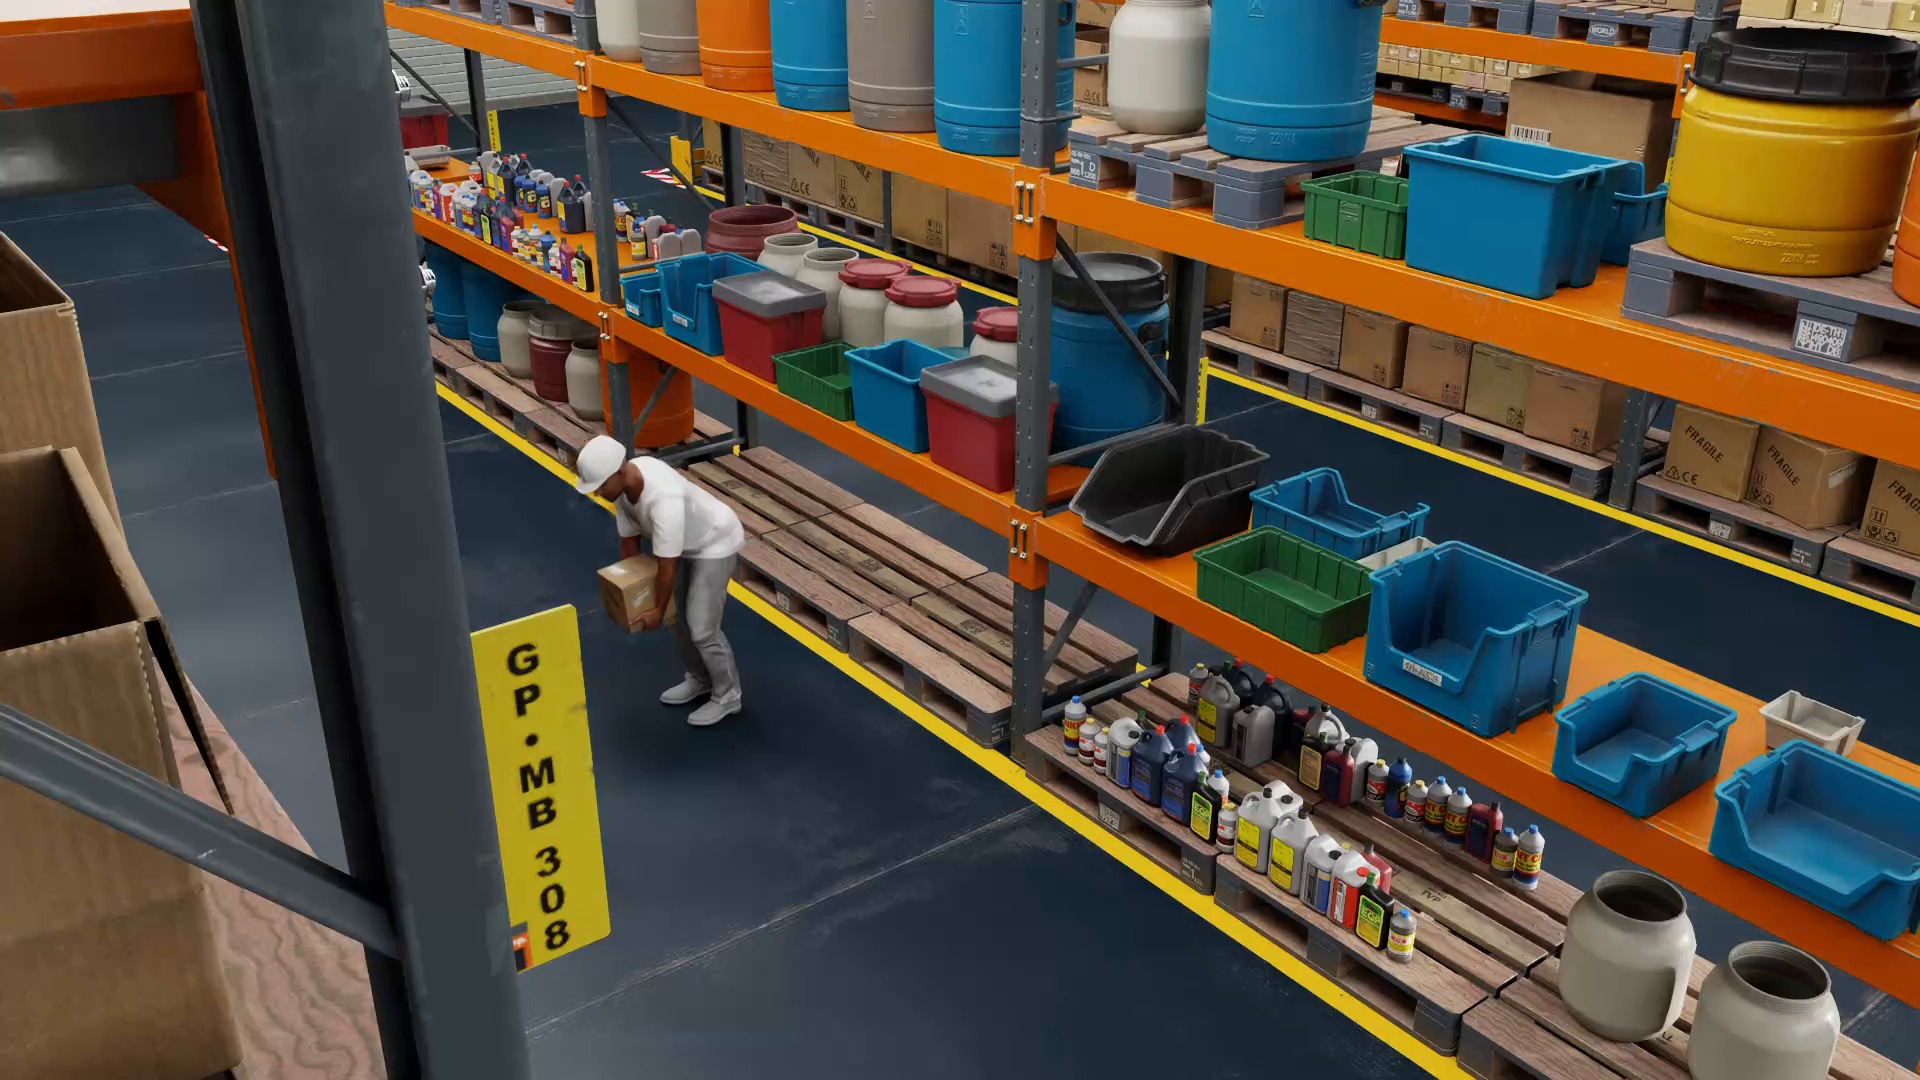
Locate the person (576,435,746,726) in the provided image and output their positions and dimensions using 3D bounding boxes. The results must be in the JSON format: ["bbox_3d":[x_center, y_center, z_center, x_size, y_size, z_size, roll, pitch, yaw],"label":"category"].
[{"bbox_3d":[-1.410,0.175,7.947,0.799,1.554,0.477,-19,31,-35],"label":"person"}]
